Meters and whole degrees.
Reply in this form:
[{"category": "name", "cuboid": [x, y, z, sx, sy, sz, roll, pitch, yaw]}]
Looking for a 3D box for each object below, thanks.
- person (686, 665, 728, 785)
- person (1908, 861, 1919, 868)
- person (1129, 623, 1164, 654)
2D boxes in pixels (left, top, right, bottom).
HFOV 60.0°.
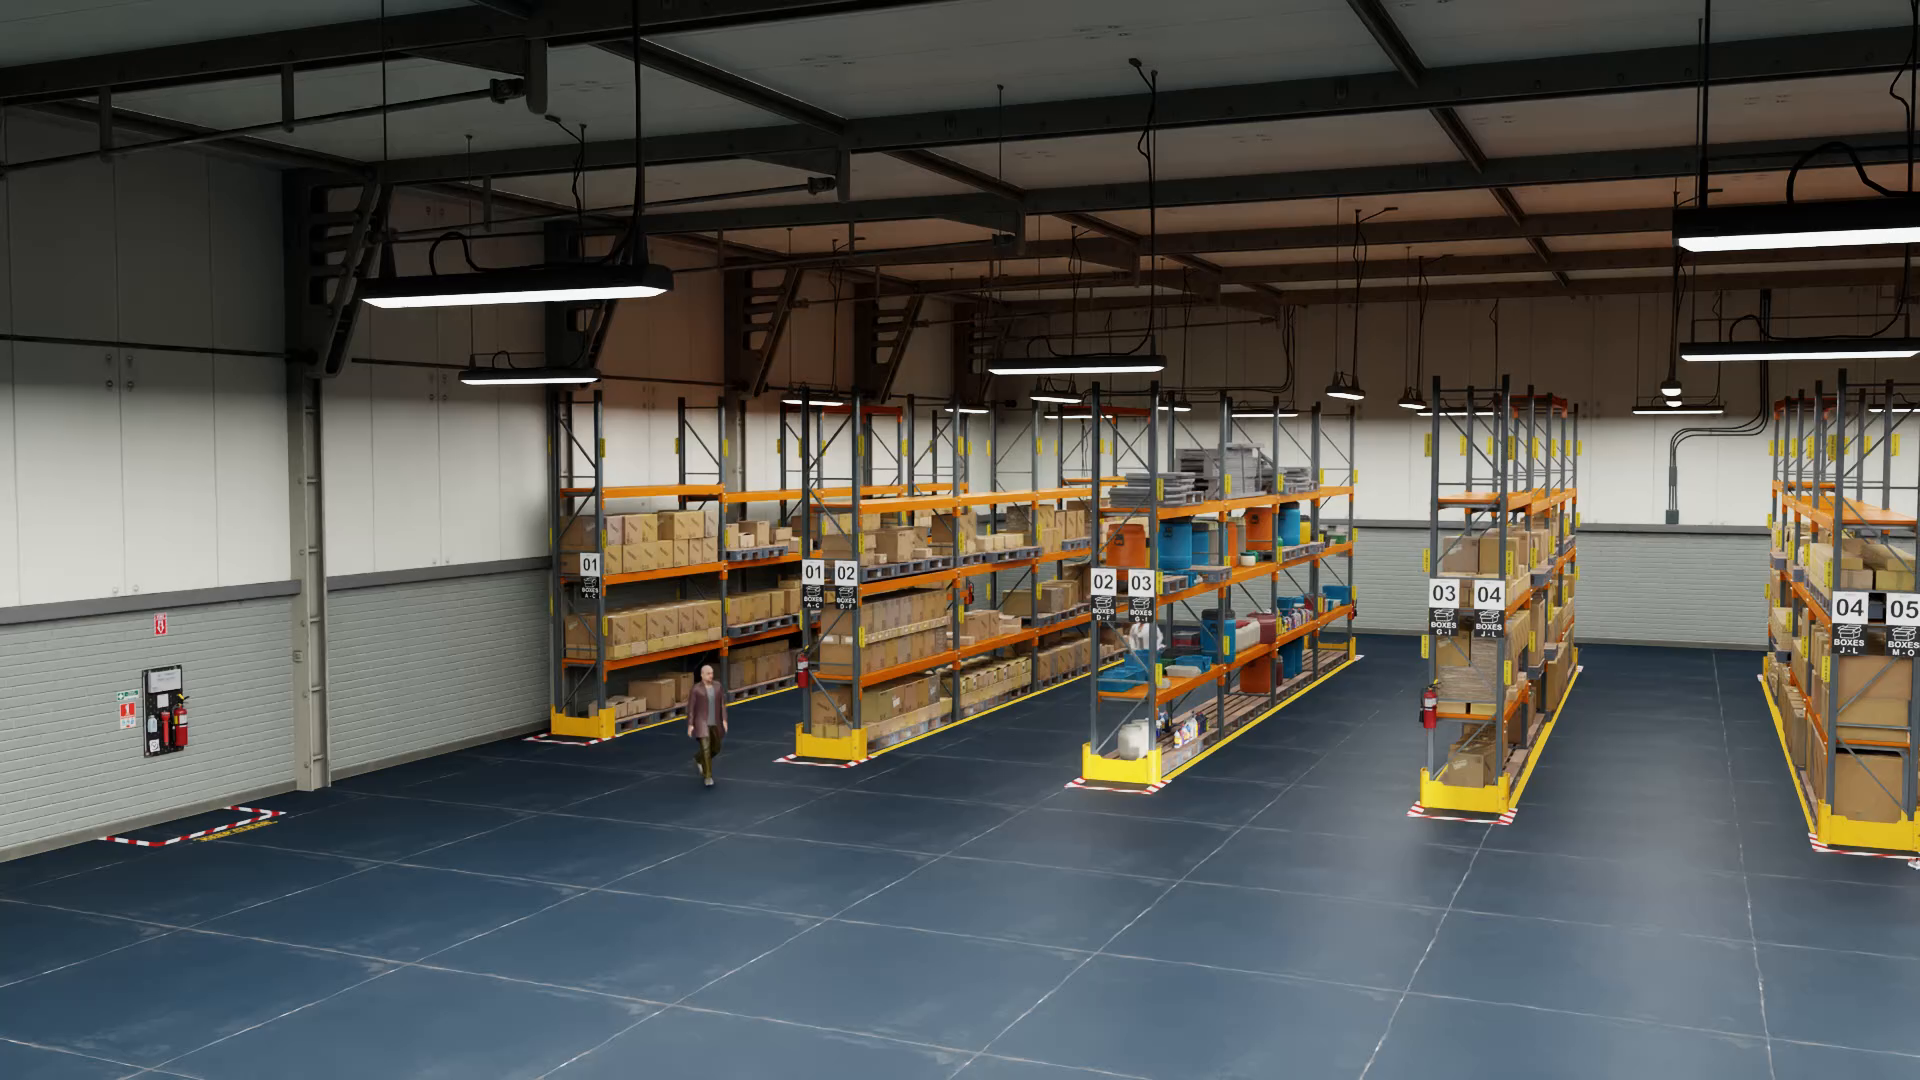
[{"category": "person", "cuboid": [-3.795, 2.740, 24.922, 0.644, 1.749, 0.966, -2, 4, -34]}, {"category": "person", "cuboid": [11.675, 3.121, 19.606, 0.847, 1.560, 0.415, 1, 3, 22]}, {"category": "person", "cuboid": [3.794, 2.297, 33.848, 0.751, 1.689, 0.645, 2, 4, 34]}]
